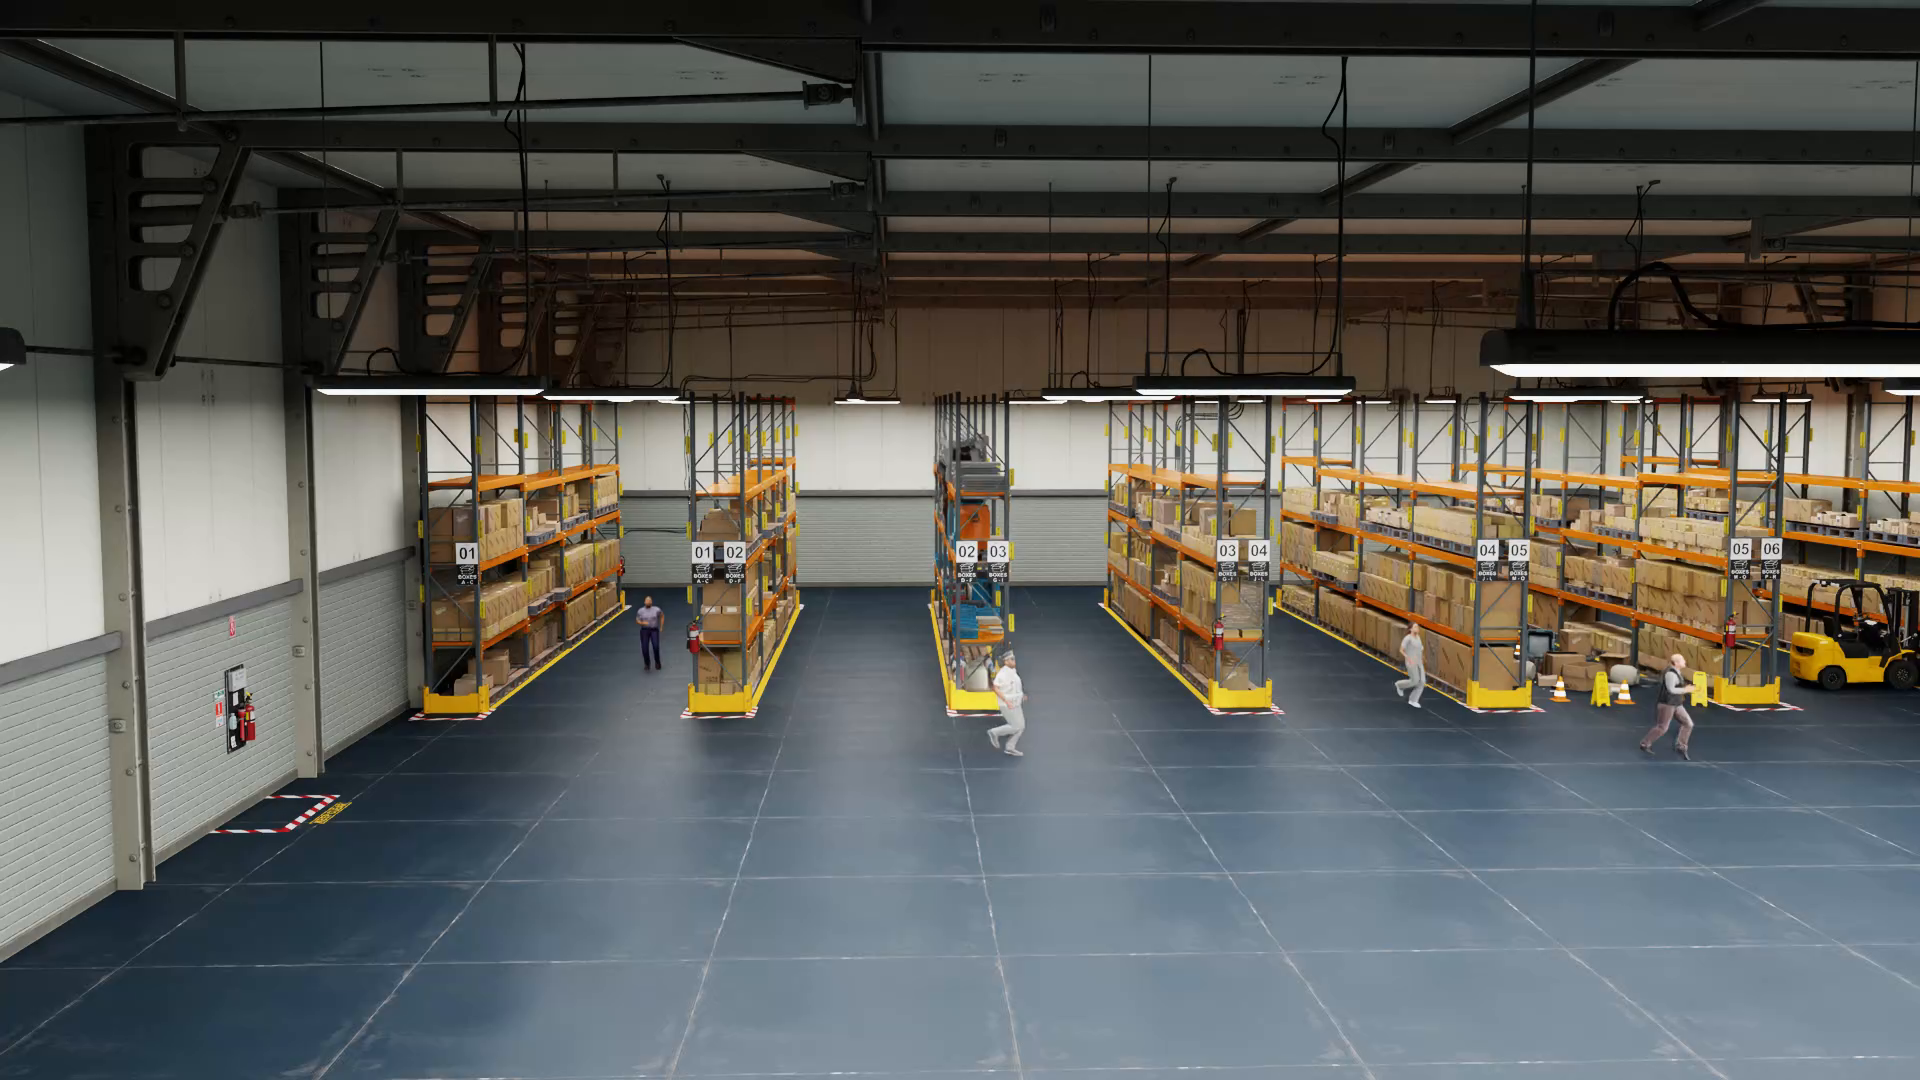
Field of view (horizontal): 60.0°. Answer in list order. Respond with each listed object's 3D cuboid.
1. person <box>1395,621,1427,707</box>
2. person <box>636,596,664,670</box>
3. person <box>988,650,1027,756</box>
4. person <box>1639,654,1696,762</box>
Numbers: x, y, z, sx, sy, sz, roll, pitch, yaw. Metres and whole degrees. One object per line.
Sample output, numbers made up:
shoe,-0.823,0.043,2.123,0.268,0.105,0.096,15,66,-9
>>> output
person,8.665,2.371,31.939,0.575,1.644,0.611,-3,5,-33
person,-6.697,2.032,35.971,0.601,1.613,0.648,-1,5,-10
person,0.787,2.678,27.365,0.598,1.740,0.672,2,5,22
person,11.487,2.714,26.981,0.852,1.763,0.678,3,6,34
